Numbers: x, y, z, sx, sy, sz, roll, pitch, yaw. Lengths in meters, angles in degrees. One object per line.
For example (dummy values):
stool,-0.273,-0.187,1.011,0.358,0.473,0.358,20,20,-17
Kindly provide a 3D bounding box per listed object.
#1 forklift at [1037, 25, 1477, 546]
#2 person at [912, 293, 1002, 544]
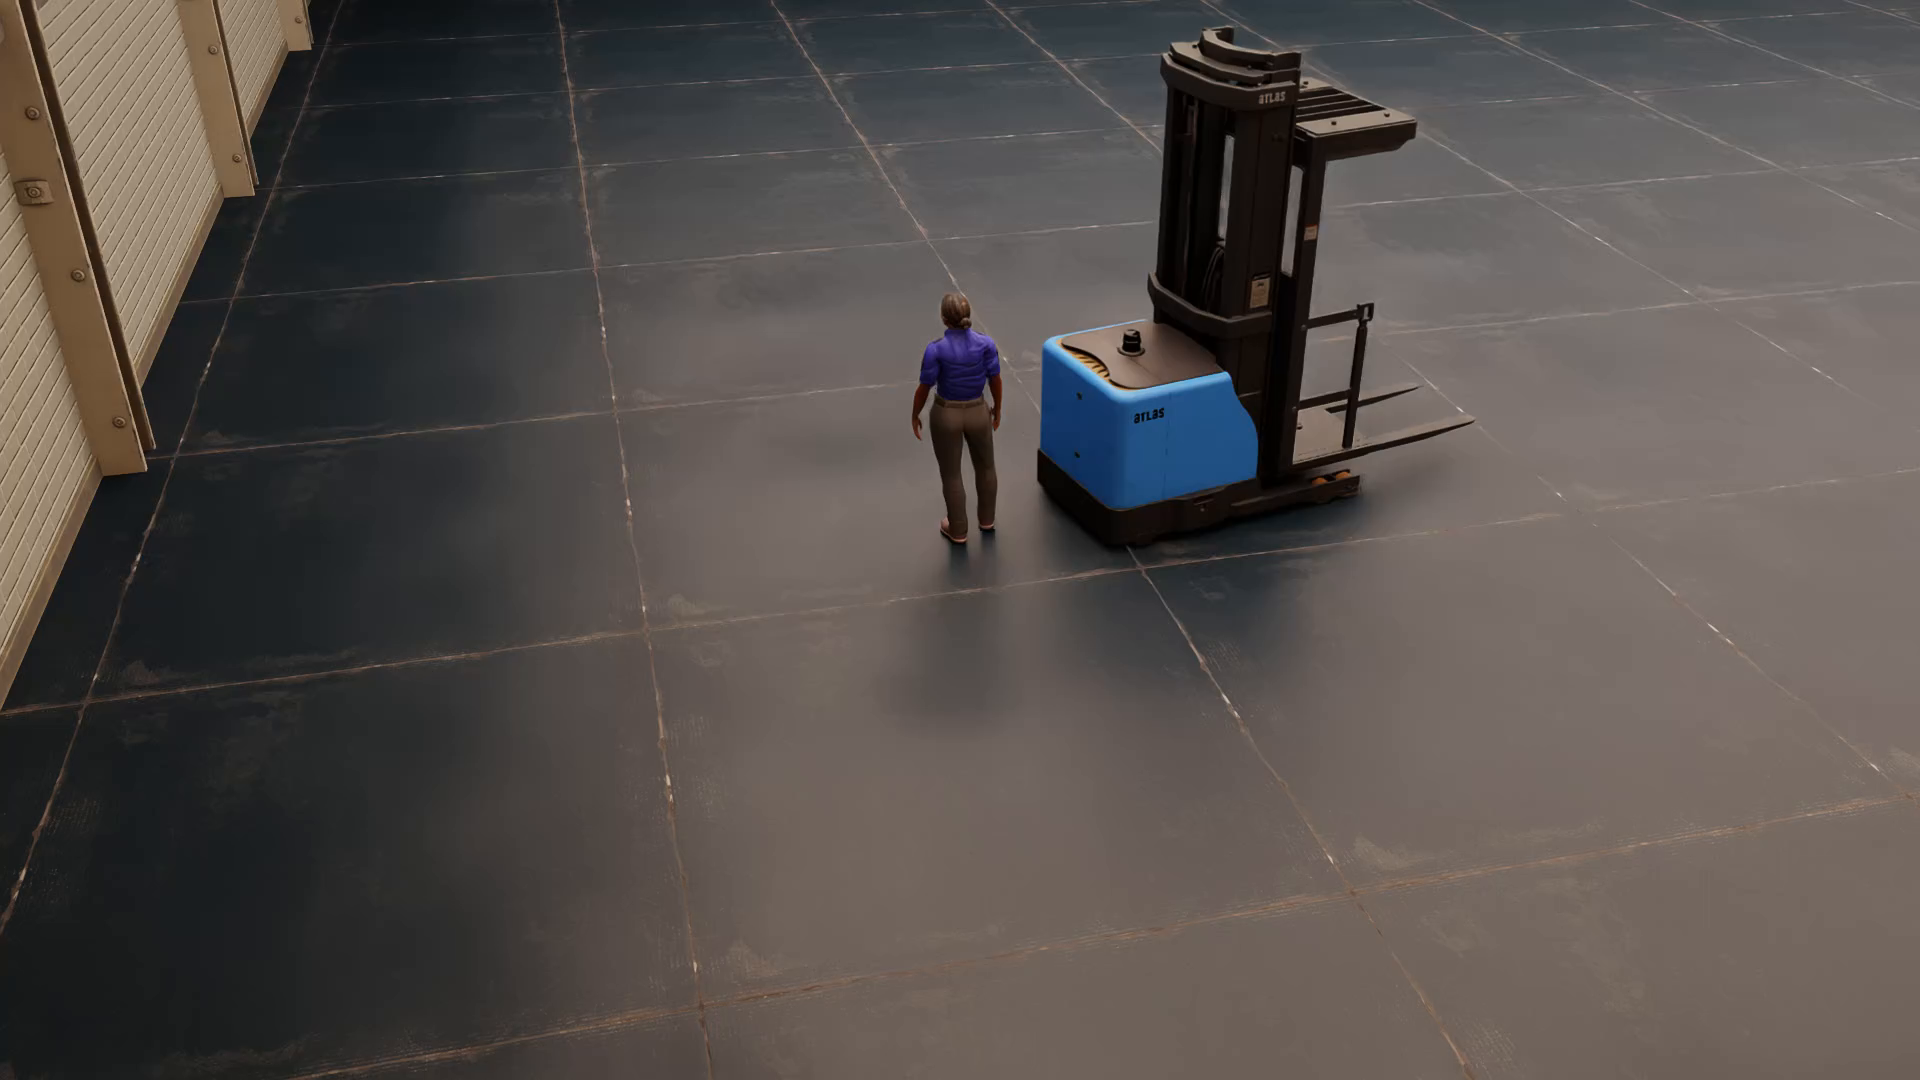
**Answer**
forklift,2.067,-1.730,10.562,3.031,2.935,1.130,-14,33,-22
person,-0.020,-0.770,10.177,0.579,1.658,0.475,-8,31,-13
